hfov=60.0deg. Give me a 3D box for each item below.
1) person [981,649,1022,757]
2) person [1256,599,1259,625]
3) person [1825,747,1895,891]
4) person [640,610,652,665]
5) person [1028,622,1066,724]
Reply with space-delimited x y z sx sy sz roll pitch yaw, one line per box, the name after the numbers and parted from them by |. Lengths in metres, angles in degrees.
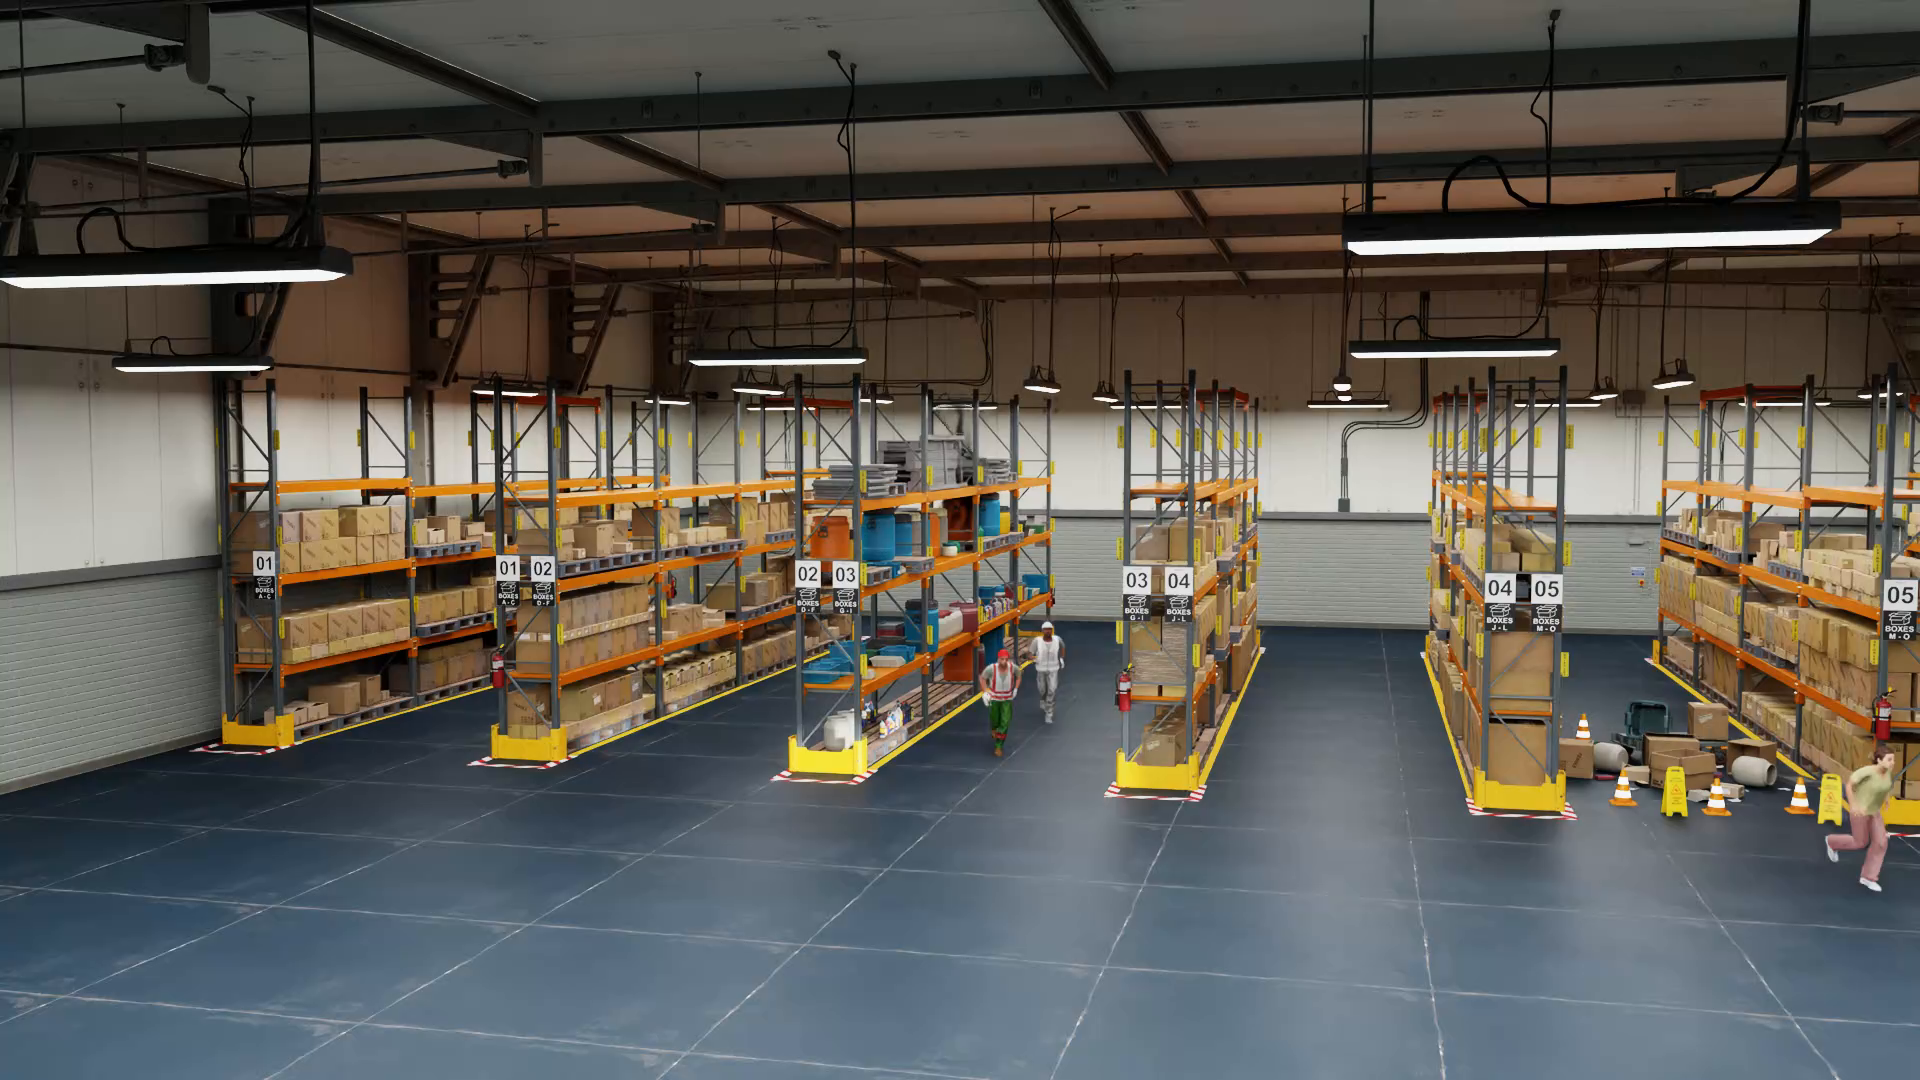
0.649 2.569 26.635 0.659 1.723 0.915 -1 4 -12 | person
6.958 1.721 40.673 0.565 1.752 0.844 -3 5 -45 | person
10.197 3.094 18.841 0.580 1.620 0.865 -1 4 -22 | person
-6.577 2.055 34.577 0.685 1.745 0.900 0 3 8 | person
1.562 2.350 29.754 0.689 1.797 0.903 0 3 -1 | person
